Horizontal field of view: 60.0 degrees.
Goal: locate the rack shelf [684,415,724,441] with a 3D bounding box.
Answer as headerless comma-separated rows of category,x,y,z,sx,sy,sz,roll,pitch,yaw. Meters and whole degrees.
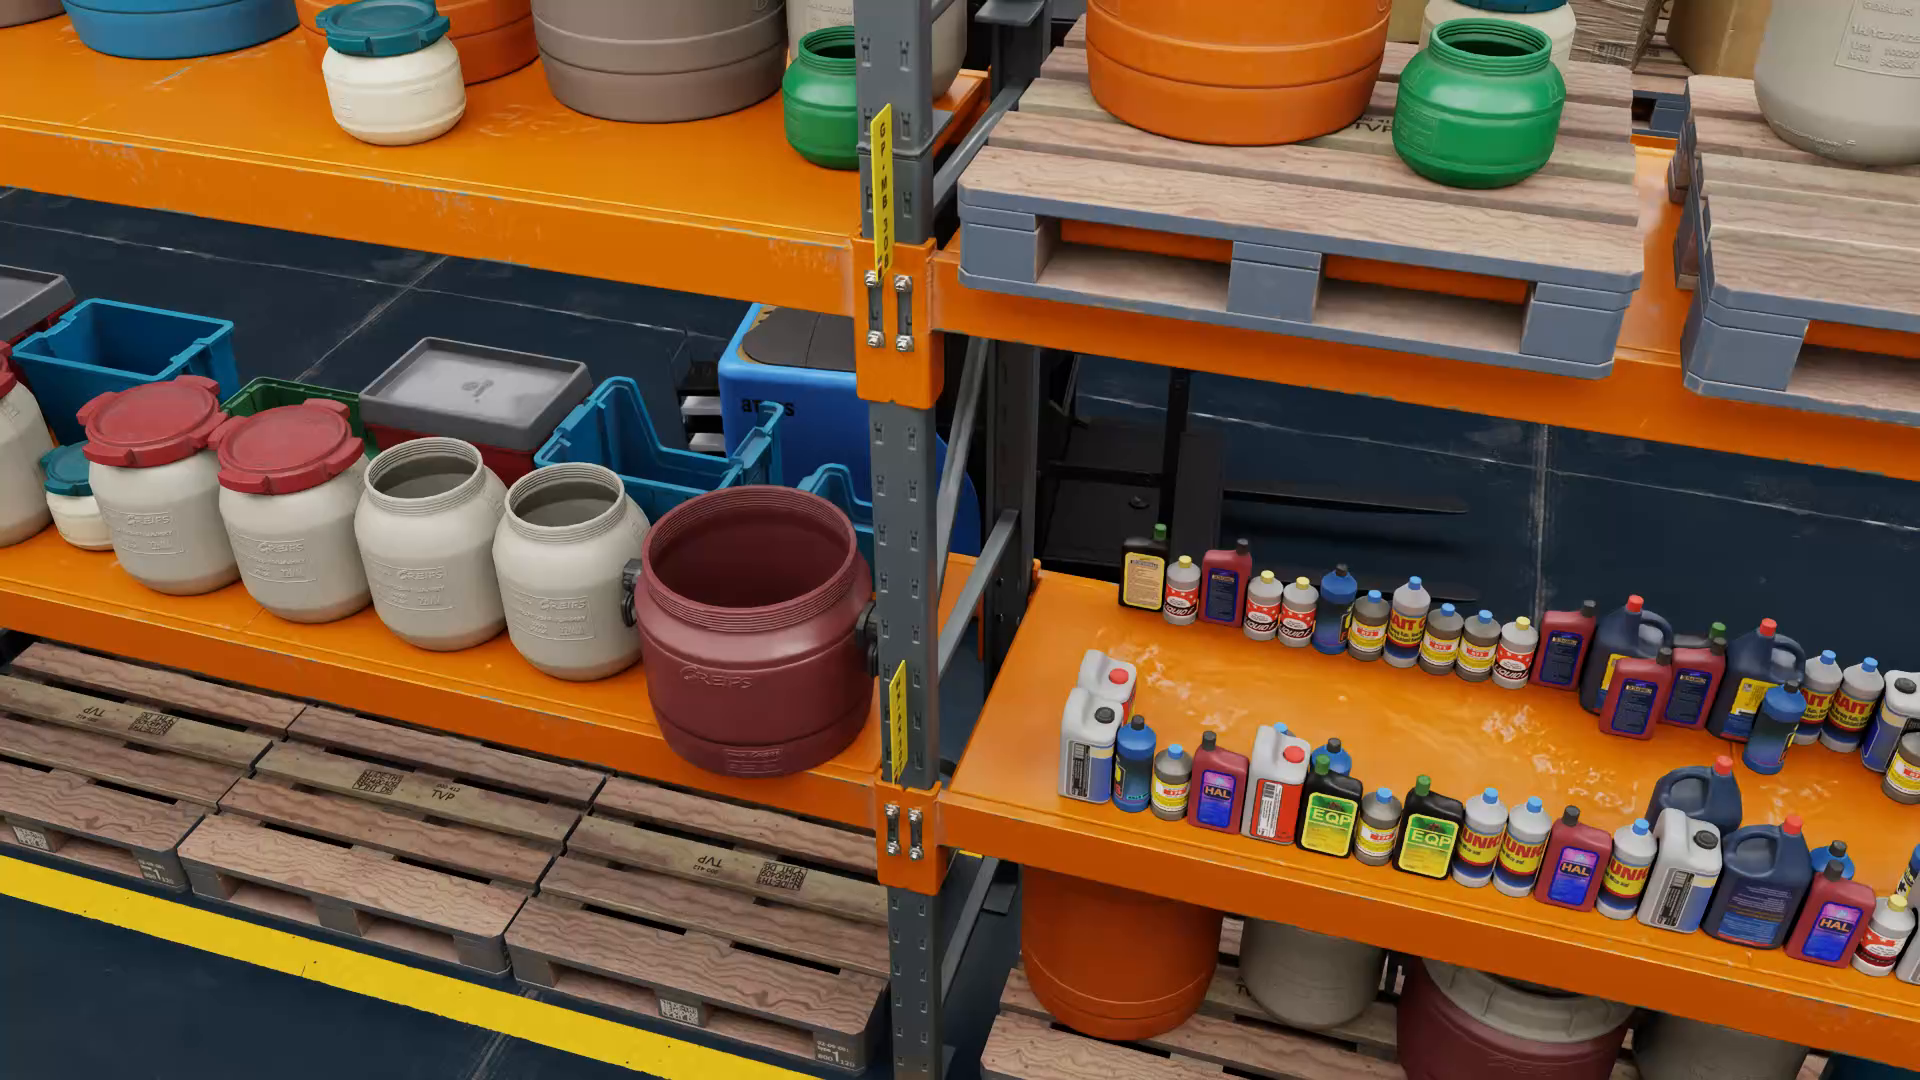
rack shelf,-1.037,-0.519,7.087,0.200,0.077,0.258,1,36,11

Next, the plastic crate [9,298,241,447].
plastic crate,-2.662,-0.488,5.396,0.575,0.384,0.392,10,38,14

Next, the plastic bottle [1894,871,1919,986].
plastic bottle,2.176,0.846,3.675,0.135,0.276,0.152,10,38,14

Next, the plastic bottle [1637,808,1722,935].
plastic bottle,1.651,0.748,3.807,0.135,0.276,0.152,10,38,14

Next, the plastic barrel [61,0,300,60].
plastic barrel,-2.009,-1.725,4.109,0.708,0.901,0.600,10,38,14

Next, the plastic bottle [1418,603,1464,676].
plastic bottle,1.314,0.262,4.532,0.097,0.201,0.097,0,36,0

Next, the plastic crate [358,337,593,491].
plastic crate,-1.440,-0.291,5.060,0.583,0.464,0.402,10,38,14

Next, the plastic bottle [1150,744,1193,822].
plastic bottle,0.523,0.586,4.090,0.097,0.201,0.097,0,36,0

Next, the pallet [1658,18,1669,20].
pallet,4.856,-3.890,12.357,1.213,0.211,1.003,10,38,14

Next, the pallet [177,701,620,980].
pallet,-1.878,0.941,5.793,1.213,0.211,1.003,10,38,14

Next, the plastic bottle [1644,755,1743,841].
plastic bottle,1.719,0.639,3.893,0.185,0.351,0.144,10,38,14

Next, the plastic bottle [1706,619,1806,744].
plastic bottle,2.058,0.354,4.280,0.185,0.351,0.144,10,38,14

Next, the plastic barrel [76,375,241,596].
plastic barrel,-2.259,-0.145,4.802,0.433,0.535,0.433,0,36,0

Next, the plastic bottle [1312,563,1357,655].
plastic bottle,1.035,0.182,4.581,0.097,0.271,0.097,0,36,0

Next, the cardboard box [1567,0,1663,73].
cardboard box,2.942,-2.500,7.678,0.500,0.500,0.700,18,40,22

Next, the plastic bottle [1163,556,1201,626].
plastic bottle,0.629,0.135,4.704,0.097,0.201,0.097,0,36,0

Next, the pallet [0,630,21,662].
pallet,-4.436,0.468,6.437,1.213,0.211,1.003,10,38,14

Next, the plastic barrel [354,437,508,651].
plastic barrel,-1.437,0.013,4.607,0.421,0.512,0.421,0,36,0

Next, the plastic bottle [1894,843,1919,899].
plastic bottle,2.196,0.774,3.777,0.097,0.271,0.097,0,36,0

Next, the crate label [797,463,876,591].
crate label,-0.280,-0.025,4.895,0.416,0.233,0.303,10,38,14

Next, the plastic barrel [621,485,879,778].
plastic barrel,-0.522,0.229,4.294,0.708,0.536,0.600,10,38,14

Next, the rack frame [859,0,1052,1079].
rack frame,0.011,0.194,4.456,0.127,3.000,1.000,10,38,14

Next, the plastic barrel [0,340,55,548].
plastic barrel,-2.959,-0.275,4.978,0.433,0.535,0.433,0,36,0

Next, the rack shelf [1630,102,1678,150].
rack shelf,3.400,-1.965,7.996,4.000,0.370,1.077,10,38,14

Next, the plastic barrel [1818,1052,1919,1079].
plastic barrel,2.639,1.346,4.307,0.708,0.901,0.600,10,38,14

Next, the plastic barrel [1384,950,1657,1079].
plastic barrel,1.561,1.272,4.671,0.708,0.588,0.600,10,38,14

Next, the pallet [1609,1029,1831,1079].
pallet,1.936,1.649,4.831,1.213,0.211,1.003,10,38,14

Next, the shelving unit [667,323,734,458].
shelving unit,-1.031,-0.473,7.119,0.210,0.900,0.258,1,36,11

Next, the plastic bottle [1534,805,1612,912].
plastic bottle,1.417,0.730,3.826,0.133,0.283,0.061,10,38,14

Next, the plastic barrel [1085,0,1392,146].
plastic barrel,0.552,-1.254,3.177,0.708,0.830,0.600,10,38,14

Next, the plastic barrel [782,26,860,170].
plastic barrel,-0.240,-0.966,3.633,0.294,0.245,0.294,0,36,0

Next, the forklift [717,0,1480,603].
forklift,0.616,-1.116,6.293,3.031,2.935,1.130,6,37,8

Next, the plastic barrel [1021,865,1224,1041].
plastic barrel,0.483,0.976,4.870,0.708,0.830,0.600,10,38,14

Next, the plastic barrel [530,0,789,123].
plastic barrel,-0.708,-1.484,3.782,0.600,0.901,0.600,0,36,0

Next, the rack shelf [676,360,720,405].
rack shelf,-1.054,-0.665,6.983,0.200,0.077,0.258,1,36,11

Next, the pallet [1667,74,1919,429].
pallet,1.968,-0.513,3.046,1.213,0.211,1.003,10,38,14

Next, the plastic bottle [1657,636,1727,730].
plastic bottle,1.901,0.364,4.324,0.133,0.283,0.061,10,38,14

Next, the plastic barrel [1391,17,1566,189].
plastic barrel,0.954,-0.803,3.057,0.294,0.245,0.294,0,36,0

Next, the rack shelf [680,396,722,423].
rack shelf,-1.045,-0.592,7.035,0.200,0.077,0.258,1,36,11

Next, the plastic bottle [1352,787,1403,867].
plastic bottle,0.999,0.675,3.971,0.097,0.201,0.097,0,36,0

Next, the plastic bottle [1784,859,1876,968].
plastic bottle,1.942,0.828,3.694,0.133,0.283,0.061,10,38,14

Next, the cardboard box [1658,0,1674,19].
cardboard box,5.274,-4.205,11.891,0.750,0.750,0.750,12,38,15

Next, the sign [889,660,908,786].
sign,-0.147,0.441,3.983,0.005,0.325,0.100,10,38,14

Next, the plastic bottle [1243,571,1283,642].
plastic bottle,0.849,0.176,4.649,0.097,0.201,0.097,0,36,0

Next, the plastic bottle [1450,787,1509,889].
plastic bottle,1.219,0.687,3.894,0.097,0.271,0.097,0,36,0

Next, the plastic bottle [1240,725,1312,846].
plastic bottle,0.769,0.585,4.029,0.135,0.276,0.152,10,38,14

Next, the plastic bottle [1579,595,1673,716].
plastic bottle,1.755,0.298,4.357,0.185,0.351,0.144,10,38,14

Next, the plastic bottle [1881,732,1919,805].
plastic bottle,2.376,0.553,4.136,0.097,0.201,0.097,0,36,0

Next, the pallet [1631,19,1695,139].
pallet,3.349,-2.190,7.856,1.213,0.211,1.003,10,38,14

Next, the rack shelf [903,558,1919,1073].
rack shelf,1.920,0.837,4.189,4.000,0.370,1.077,10,38,14

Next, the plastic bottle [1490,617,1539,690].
plastic bottle,1.500,0.296,4.485,0.097,0.201,0.097,0,36,0

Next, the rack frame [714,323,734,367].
rack frame,-0.931,-0.471,7.099,0.006,0.900,0.240,1,36,11

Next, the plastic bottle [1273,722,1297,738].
plastic bottle,0.788,0.541,4.152,0.097,0.201,0.097,0,36,0

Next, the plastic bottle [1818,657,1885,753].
plastic bottle,2.293,0.415,4.265,0.097,0.271,0.097,0,36,0

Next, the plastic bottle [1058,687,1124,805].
plastic bottle,0.327,0.503,4.140,0.135,0.276,0.152,10,38,14

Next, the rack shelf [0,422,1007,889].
rack shelf,-1.898,0.130,5.150,4.000,0.370,1.077,10,38,14
